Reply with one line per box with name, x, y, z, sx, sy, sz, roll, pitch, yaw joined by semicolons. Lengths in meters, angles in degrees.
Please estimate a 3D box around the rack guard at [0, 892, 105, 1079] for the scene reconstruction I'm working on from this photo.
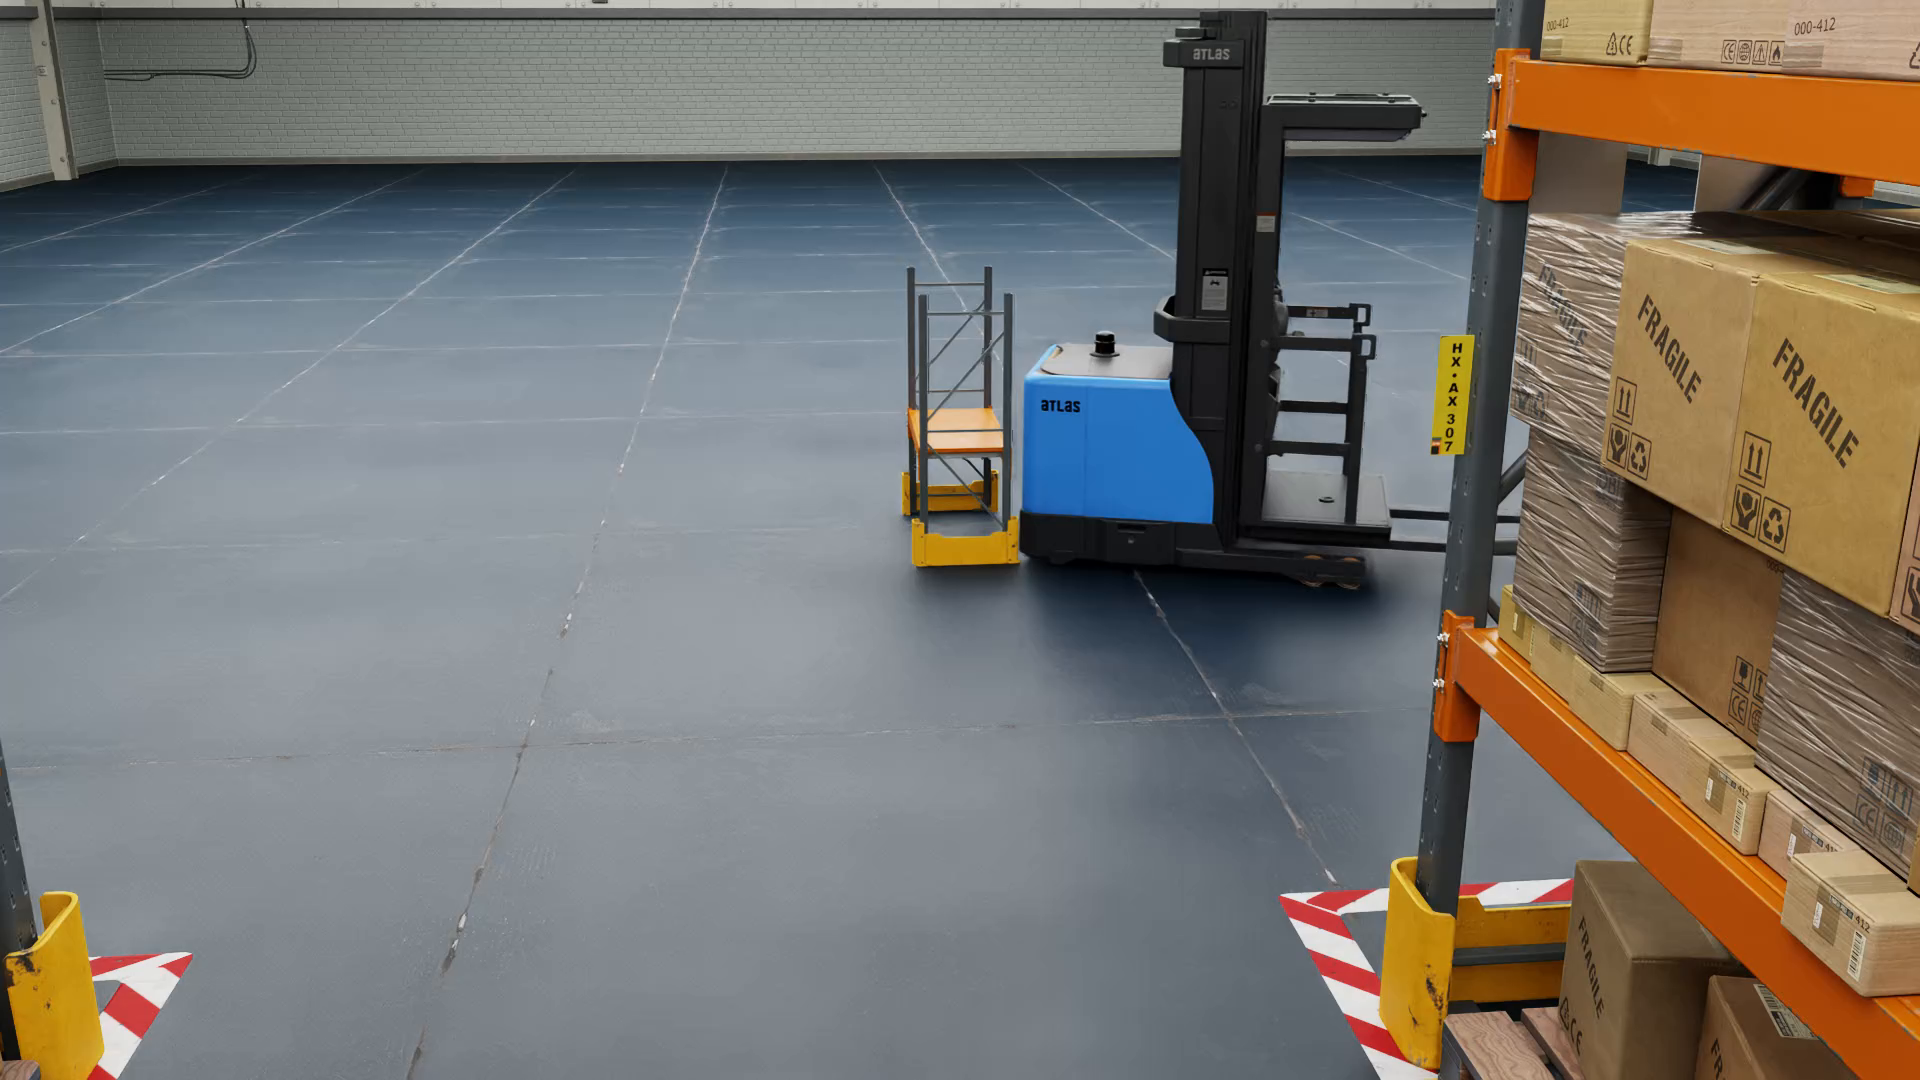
rack guard;-3.084;1.318;4.645;1.175;0.500;0.348;-2;18;-6

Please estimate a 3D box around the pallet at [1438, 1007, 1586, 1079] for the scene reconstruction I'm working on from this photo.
pallet;1.919;1.605;4.211;1.003;0.211;1.213;-2;18;-6

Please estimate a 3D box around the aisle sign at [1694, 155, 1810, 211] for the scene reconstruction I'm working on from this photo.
aisle sign;2.154;-1.259;4.339;0.394;0.787;0.004;-2;18;-6

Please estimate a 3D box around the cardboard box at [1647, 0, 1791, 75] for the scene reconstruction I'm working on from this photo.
cardboard box;1.714;-1.045;3.242;0.500;0.250;0.500;-2;18;-7

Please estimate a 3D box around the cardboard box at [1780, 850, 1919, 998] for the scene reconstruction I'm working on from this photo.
cardboard box;1.713;0.671;2.951;0.380;0.149;0.250;-2;18;-6

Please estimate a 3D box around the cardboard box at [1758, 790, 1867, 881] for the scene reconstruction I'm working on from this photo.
cardboard box;1.790;0.593;3.198;0.380;0.149;0.250;-2;18;-6

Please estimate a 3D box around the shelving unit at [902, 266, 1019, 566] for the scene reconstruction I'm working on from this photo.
shelving unit;-0.015;-0.739;9.528;0.587;1.500;1.083;-2;17;-5

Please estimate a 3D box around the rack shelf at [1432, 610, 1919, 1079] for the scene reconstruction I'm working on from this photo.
rack shelf;2.069;0.948;2.850;1.077;0.370;4.000;-2;18;-6

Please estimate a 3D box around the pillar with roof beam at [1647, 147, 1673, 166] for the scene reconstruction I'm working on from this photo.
pillar with roof beam;10.200;-11.935;32.671;9.100;9.000;0.400;-2;18;-6

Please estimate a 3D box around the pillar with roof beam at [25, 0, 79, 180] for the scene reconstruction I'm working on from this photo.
pillar with roof beam;-12.568;-11.228;30.419;9.100;9.000;0.400;-2;18;-6

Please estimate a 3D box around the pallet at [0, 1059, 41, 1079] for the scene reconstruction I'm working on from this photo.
pallet;-2.921;1.698;3.915;1.003;0.211;1.213;-2;18;-6

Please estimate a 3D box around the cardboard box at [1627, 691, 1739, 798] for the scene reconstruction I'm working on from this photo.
cardboard box;1.719;0.445;3.671;0.380;0.149;0.250;-2;18;-6

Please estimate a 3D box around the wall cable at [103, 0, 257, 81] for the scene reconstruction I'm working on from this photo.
wall cable;-15.839;-10.532;33.386;3.097;2.526;0.112;-2;18;-6

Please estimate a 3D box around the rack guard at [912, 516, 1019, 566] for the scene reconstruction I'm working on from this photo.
rack guard;0.030;0.006;9.242;0.587;0.250;0.087;-2;17;-5

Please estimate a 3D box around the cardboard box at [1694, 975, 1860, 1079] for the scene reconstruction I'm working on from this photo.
cardboard box;2.006;1.365;3.794;0.500;0.500;0.500;3;18;9

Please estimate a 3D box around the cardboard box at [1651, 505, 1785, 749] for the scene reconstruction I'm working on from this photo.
cardboard box;2.063;0.129;3.593;0.875;0.500;0.500;-2;18;-6

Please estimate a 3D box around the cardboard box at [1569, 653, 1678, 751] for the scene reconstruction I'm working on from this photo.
cardboard box;1.672;0.371;3.906;0.380;0.149;0.250;-2;18;-6

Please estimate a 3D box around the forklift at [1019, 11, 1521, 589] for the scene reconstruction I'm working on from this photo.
forklift;1.901;-1.311;8.958;3.031;2.935;1.130;4;18;11

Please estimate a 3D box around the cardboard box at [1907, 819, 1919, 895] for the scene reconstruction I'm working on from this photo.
cardboard box;2.111;0.429;2.639;0.875;0.500;0.500;-2;18;-6

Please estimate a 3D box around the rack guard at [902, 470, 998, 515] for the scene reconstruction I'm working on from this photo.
rack guard;-0.059;-0.292;10.188;0.587;0.250;0.087;-2;17;-5

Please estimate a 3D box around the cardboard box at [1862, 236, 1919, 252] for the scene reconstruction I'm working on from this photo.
cardboard box;2.222;-0.353;3.459;0.500;0.500;0.500;-2;18;-6

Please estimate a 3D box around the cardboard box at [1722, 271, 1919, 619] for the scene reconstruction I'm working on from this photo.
cardboard box;1.746;-0.187;2.933;0.500;0.500;0.500;-2;18;-6

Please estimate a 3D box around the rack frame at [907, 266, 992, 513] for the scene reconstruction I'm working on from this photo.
rack frame;-0.061;-0.894;10.020;0.500;1.500;0.032;-2;17;-5

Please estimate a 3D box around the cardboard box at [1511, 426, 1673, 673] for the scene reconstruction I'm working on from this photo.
cardboard box;1.892;-0.016;4.056;0.875;0.500;0.500;-2;18;-6

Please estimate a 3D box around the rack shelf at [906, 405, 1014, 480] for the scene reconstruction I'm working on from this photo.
rack shelf;-0.016;-0.570;9.590;0.538;0.185;1.000;-2;17;-5

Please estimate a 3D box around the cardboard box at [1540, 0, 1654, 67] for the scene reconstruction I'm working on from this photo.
cardboard box;1.655;-1.199;3.731;0.500;0.250;0.500;-1;17;-4

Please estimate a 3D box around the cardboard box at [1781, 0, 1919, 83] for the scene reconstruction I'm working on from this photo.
cardboard box;1.761;-0.898;2.772;0.500;0.250;0.500;-2;18;-6

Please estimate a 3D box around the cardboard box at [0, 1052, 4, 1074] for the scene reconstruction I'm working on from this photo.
cardboard box;-2.946;1.146;3.866;0.875;0.875;0.875;-2;18;-5

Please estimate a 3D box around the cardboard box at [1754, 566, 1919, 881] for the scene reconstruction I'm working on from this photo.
cardboard box;2.071;0.280;3.115;0.875;0.500;0.500;-2;18;-6

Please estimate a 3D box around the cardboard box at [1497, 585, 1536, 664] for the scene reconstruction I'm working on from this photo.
cardboard box;1.655;0.221;4.384;0.380;0.149;0.250;-2;18;-6

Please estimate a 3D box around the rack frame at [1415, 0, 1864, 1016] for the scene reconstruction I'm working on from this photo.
rack frame;1.862;0.009;4.640;1.000;3.000;0.127;-2;18;-6

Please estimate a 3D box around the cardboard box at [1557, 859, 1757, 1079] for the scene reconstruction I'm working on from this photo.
cardboard box;1.910;1.188;4.358;0.500;0.500;0.500;1;17;5

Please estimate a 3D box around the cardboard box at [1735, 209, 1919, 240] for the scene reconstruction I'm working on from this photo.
cardboard box;2.165;-0.501;3.933;0.500;0.500;0.500;-2;18;-6

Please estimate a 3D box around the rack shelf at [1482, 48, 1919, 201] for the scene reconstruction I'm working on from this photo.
rack shelf;2.069;-0.483;2.401;1.077;0.370;4.000;-2;18;-6

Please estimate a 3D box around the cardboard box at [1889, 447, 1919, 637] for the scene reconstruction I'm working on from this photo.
cardboard box;1.803;-0.038;2.459;0.500;0.500;0.500;-2;18;-6

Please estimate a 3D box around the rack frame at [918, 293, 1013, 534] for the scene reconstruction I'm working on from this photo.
rack frame;0.030;-0.590;9.053;0.500;1.500;0.032;-2;17;-5

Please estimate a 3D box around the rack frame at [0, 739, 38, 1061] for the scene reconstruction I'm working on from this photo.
rack frame;-3.082;0.132;4.248;1.000;3.000;0.127;-2;18;-6

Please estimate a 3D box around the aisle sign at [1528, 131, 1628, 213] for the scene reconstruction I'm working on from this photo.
aisle sign;1.558;-1.240;4.280;0.394;0.787;0.004;-2;18;-6

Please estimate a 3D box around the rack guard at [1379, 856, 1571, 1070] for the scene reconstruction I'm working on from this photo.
rack guard;1.870;1.224;4.943;1.175;0.500;0.348;-2;18;-6

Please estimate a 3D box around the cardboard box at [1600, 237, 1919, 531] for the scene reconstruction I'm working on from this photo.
cardboard box;1.693;-0.336;3.407;0.500;0.500;0.500;-2;18;-6

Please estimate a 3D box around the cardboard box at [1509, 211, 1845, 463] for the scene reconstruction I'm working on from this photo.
cardboard box;1.648;-0.485;3.882;0.500;0.500;0.500;-2;18;-6

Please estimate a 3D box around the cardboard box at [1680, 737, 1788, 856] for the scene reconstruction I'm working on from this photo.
cardboard box;1.737;0.520;3.433;0.380;0.149;0.250;-2;18;-6

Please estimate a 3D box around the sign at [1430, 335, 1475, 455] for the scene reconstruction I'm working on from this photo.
sign;1.323;-0.387;4.457;0.100;0.325;0.005;-2;18;-6

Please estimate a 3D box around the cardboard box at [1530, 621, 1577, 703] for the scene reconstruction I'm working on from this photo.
cardboard box;1.661;0.296;4.145;0.380;0.149;0.250;-2;18;-6

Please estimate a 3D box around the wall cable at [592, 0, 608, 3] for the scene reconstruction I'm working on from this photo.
wall cable;-6.395;-13.925;33.331;2.305;6.003;0.169;-2;18;-6
